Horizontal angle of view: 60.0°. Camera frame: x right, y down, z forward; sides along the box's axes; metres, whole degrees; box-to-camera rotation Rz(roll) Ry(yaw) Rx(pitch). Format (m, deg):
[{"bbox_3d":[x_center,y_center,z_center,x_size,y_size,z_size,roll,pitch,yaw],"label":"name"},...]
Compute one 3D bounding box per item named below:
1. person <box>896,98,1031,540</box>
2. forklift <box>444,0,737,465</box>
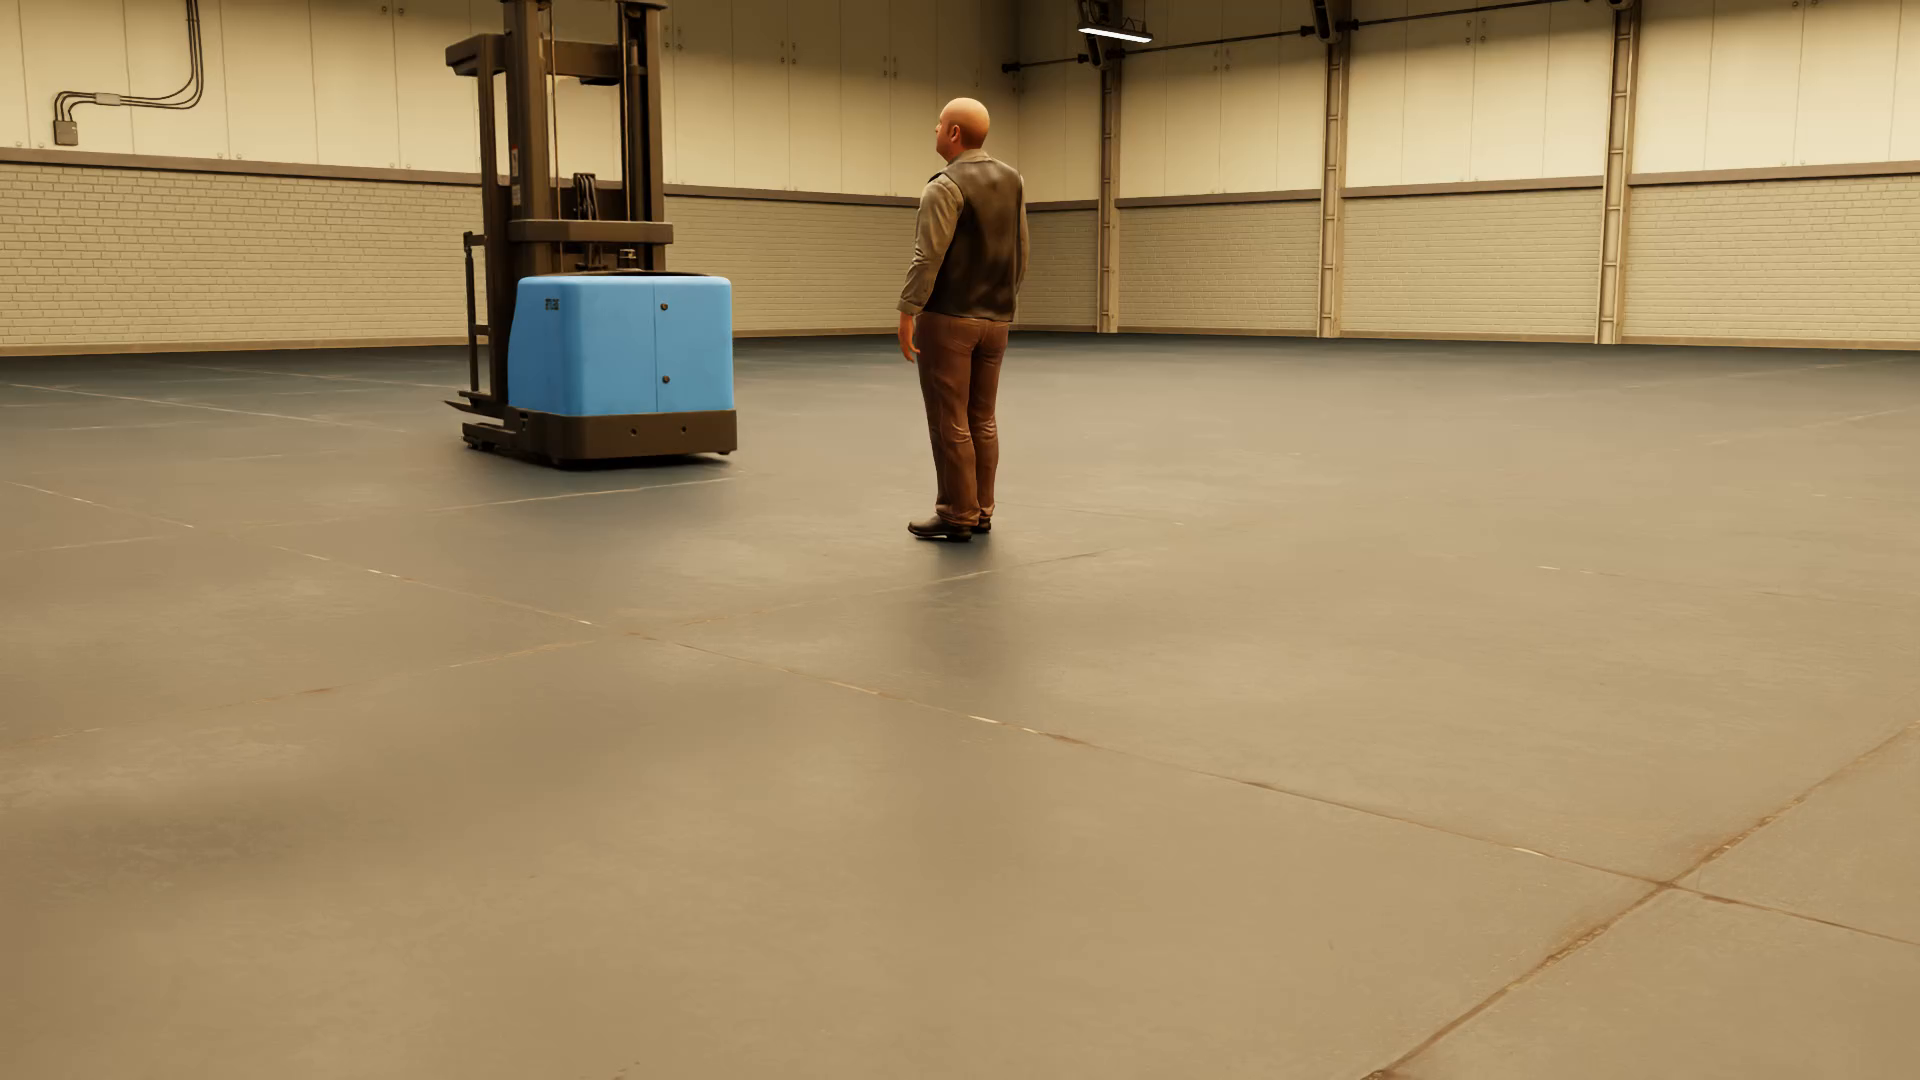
[{"bbox_3d":[-0.039,-0.866,6.636,0.568,1.720,0.632,8,12,43],"label":"person"},{"bbox_3d":[-2.527,-2.046,10.464,1.130,2.935,3.031,-6,10,-33],"label":"forklift"}]
